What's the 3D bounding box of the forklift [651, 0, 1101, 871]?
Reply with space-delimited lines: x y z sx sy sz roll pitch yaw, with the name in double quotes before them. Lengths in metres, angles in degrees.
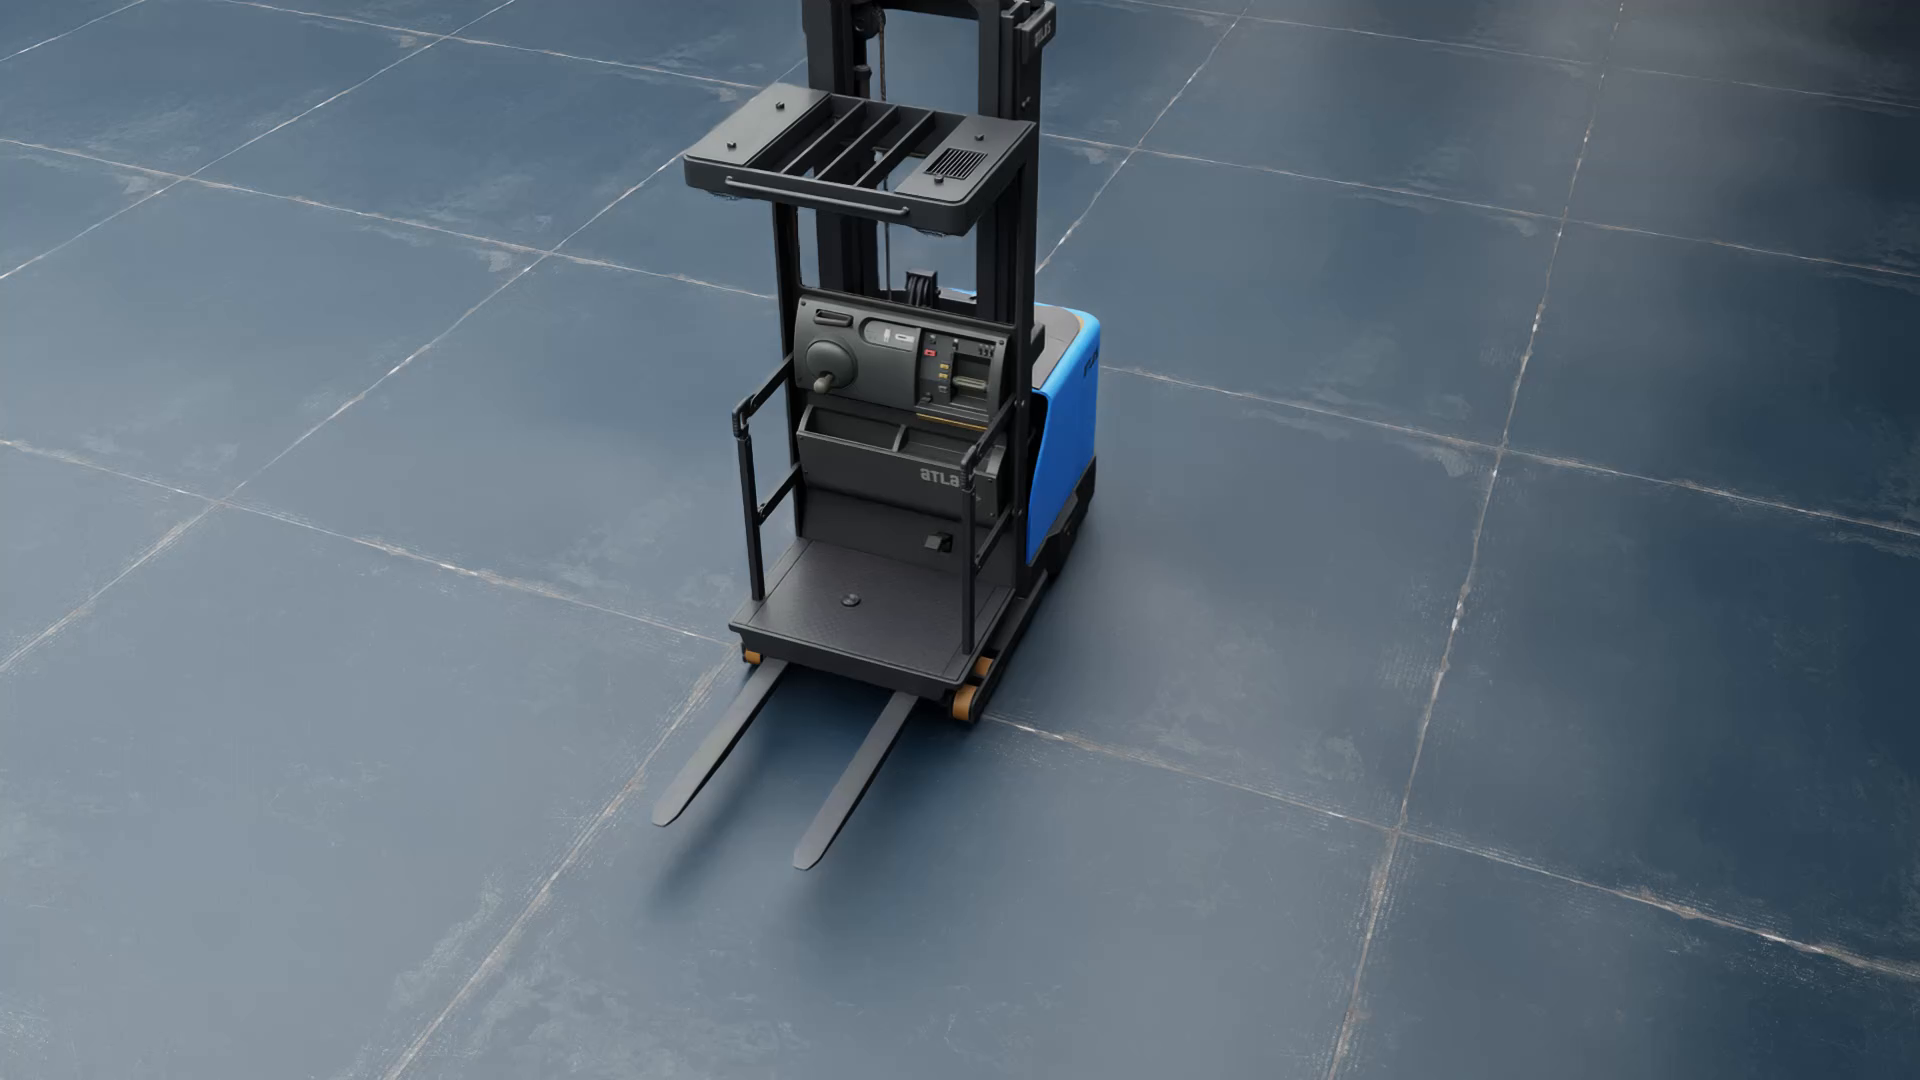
"forklift" -0.329 -0.674 6.704 1.130 2.935 3.031 13 39 17
